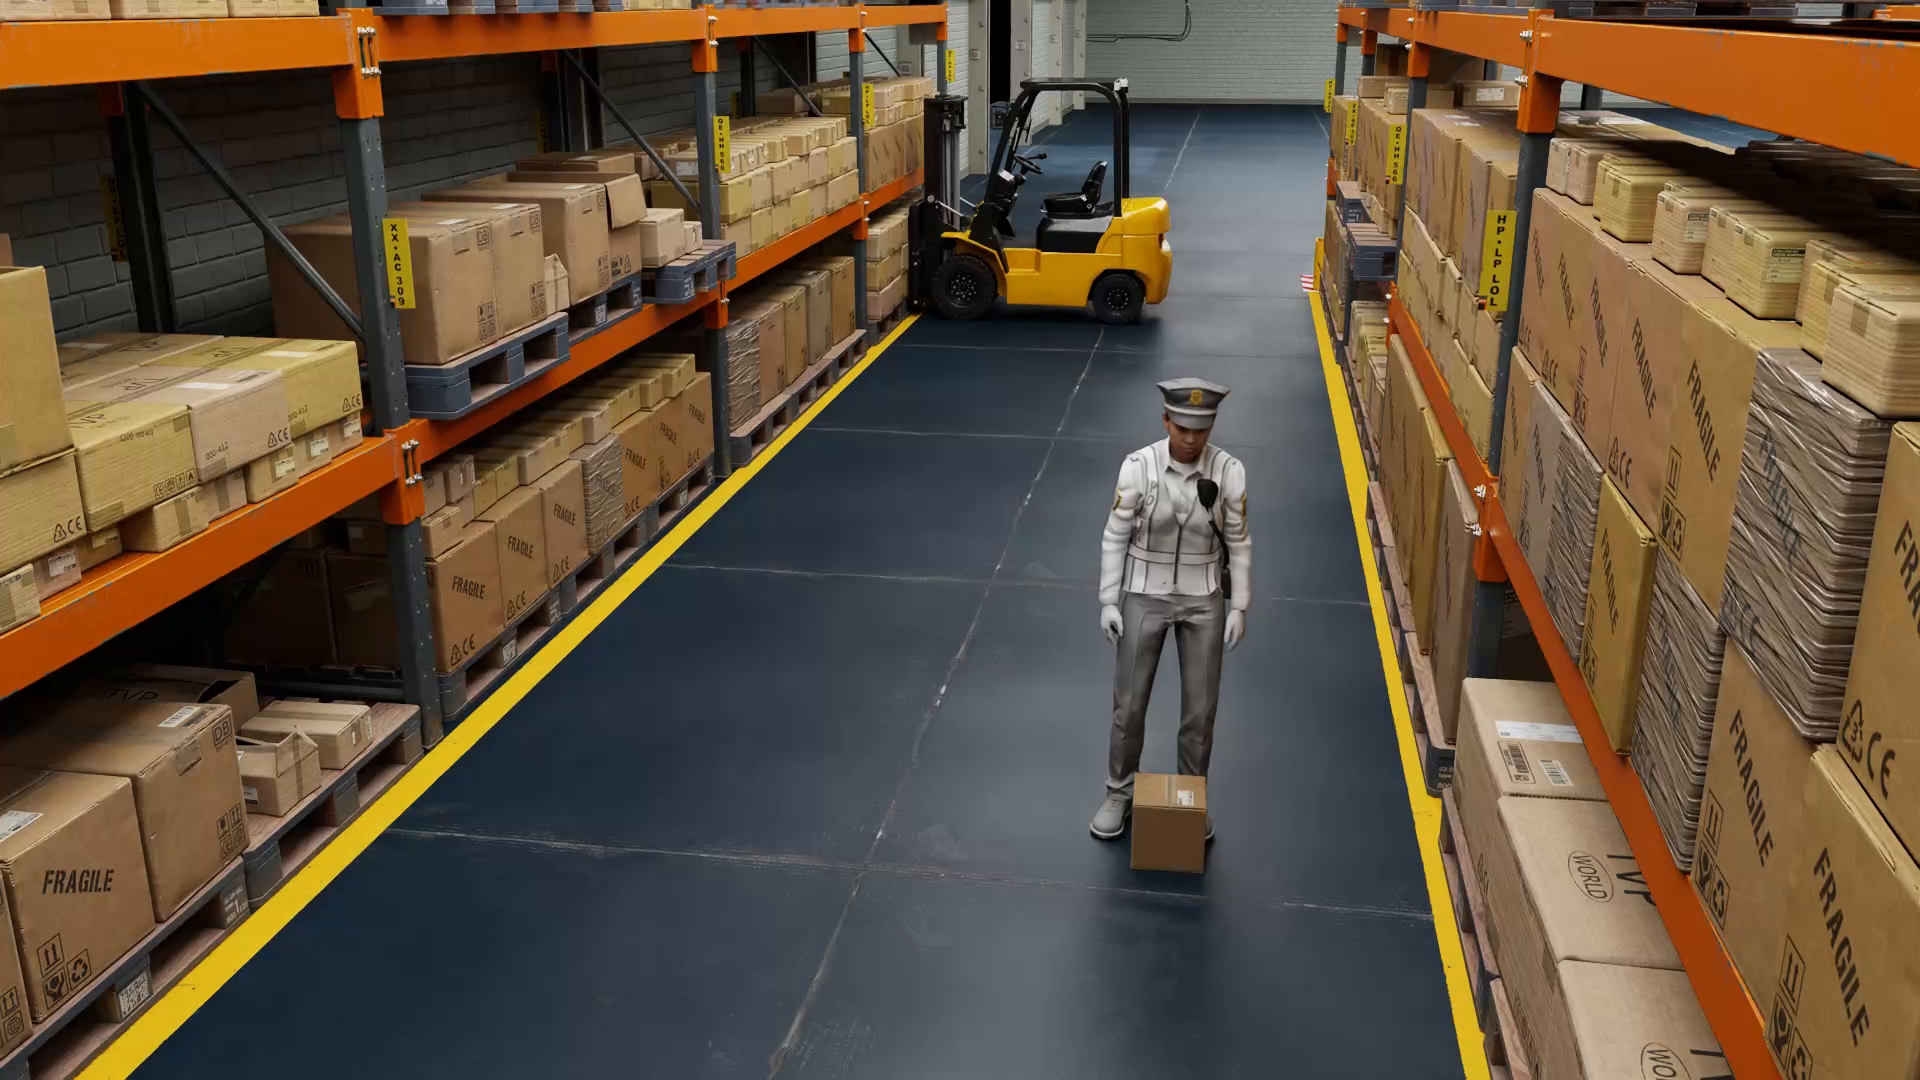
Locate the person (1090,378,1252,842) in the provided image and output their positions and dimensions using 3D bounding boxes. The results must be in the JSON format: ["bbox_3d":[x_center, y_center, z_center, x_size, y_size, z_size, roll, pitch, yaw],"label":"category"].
[{"bbox_3d":[0.747,0.240,5.814,0.538,1.662,0.373,2,18,5],"label":"person"}]
